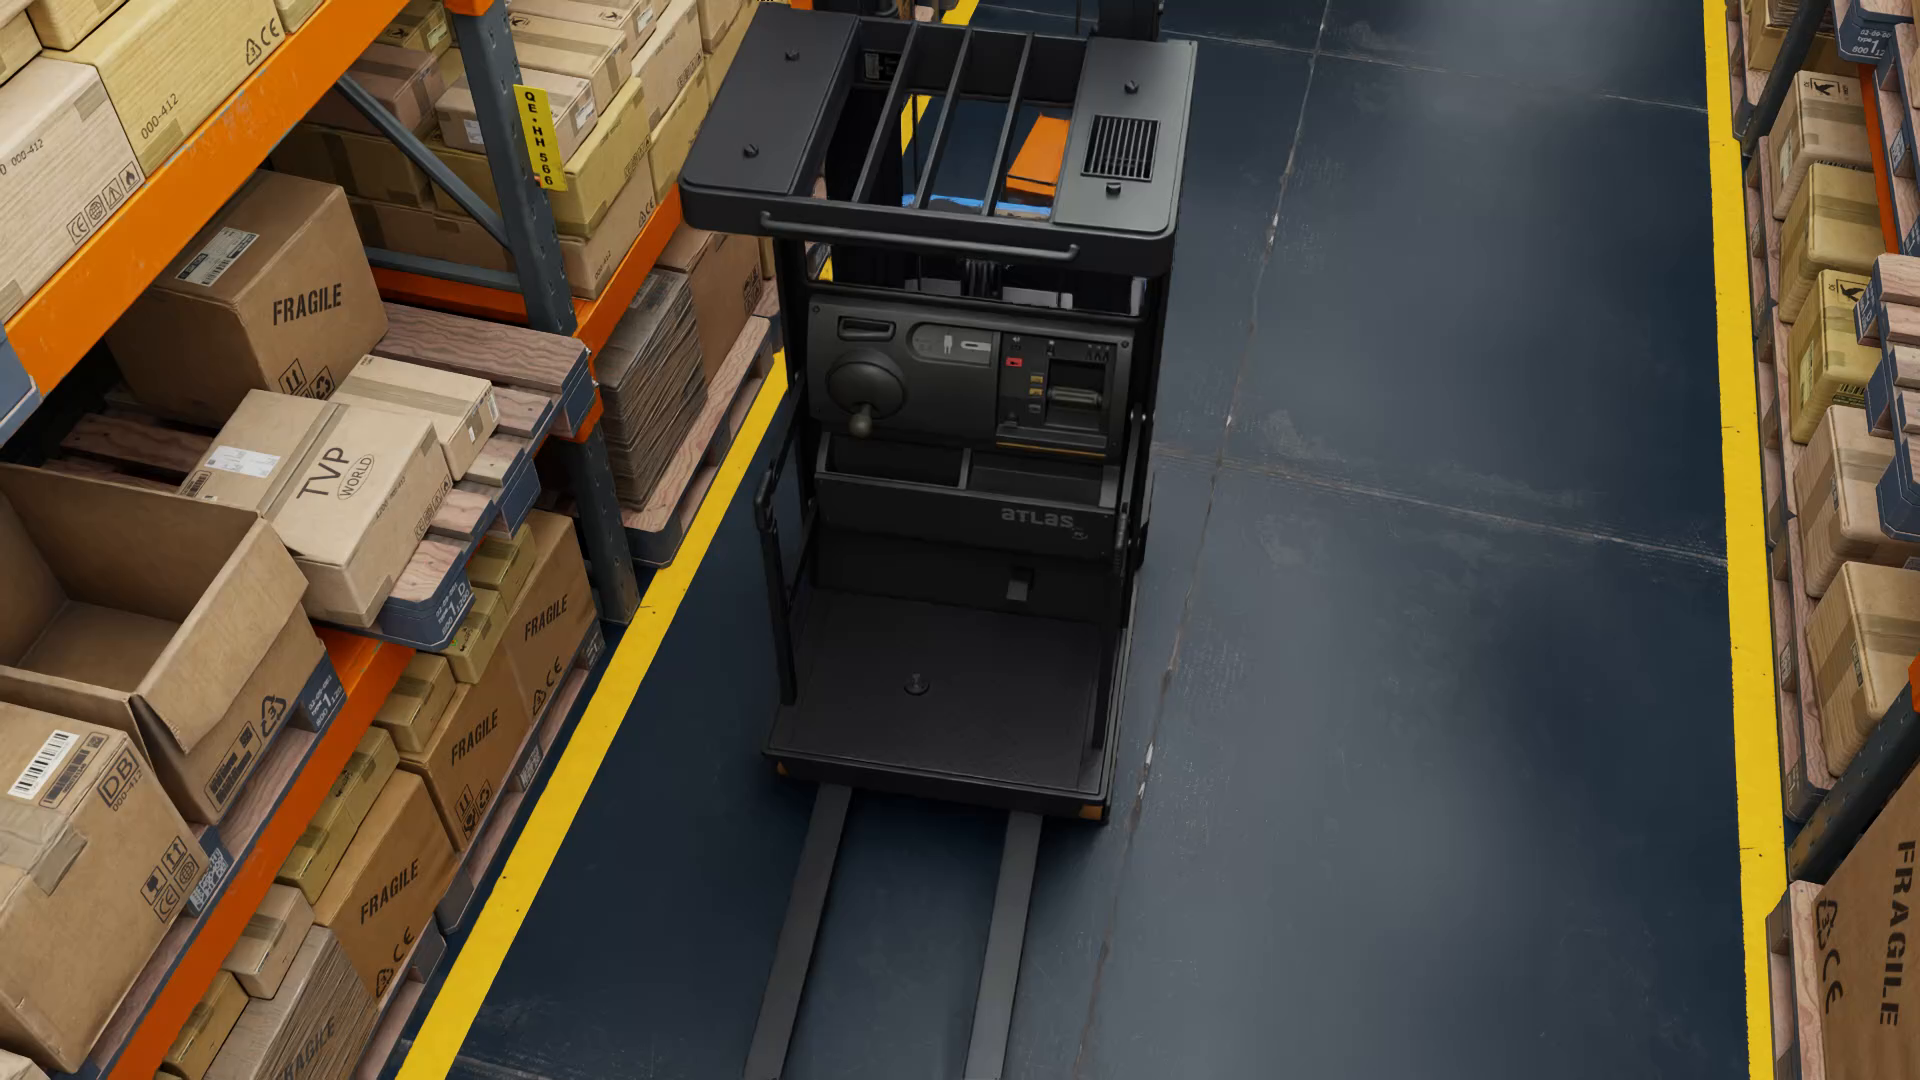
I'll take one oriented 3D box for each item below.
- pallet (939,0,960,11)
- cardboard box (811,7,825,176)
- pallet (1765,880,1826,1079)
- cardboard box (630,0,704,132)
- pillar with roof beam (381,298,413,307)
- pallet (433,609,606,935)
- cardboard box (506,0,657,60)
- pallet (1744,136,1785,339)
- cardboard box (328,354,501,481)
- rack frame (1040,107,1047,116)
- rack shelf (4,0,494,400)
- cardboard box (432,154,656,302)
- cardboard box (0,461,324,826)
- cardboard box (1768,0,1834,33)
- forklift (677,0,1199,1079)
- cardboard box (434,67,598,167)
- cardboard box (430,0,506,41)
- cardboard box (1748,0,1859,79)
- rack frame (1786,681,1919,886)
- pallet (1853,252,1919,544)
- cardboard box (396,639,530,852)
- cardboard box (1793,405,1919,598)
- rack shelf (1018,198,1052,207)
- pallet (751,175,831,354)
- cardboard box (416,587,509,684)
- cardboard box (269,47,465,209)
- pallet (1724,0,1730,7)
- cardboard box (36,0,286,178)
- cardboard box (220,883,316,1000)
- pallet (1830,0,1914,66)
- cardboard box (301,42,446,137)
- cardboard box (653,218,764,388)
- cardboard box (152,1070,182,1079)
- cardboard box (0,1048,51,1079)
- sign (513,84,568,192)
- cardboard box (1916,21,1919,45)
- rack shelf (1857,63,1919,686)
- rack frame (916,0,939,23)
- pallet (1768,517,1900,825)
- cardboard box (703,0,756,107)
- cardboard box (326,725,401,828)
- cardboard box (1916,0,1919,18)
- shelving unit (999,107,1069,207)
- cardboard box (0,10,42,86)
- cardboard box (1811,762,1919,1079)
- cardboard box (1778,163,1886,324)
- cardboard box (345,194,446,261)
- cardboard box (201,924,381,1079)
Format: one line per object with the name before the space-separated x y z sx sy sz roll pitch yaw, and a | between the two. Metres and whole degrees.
pallet | -0.356 -3.361 9.076 1.003 0.211 1.213 12 50 10
cardboard box | -0.944 -2.131 7.434 0.875 0.625 0.625 11 50 10
pallet | 2.851 1.631 4.669 1.003 0.211 1.213 12 50 10
cardboard box | -1.173 -1.574 5.405 0.500 0.250 0.500 13 50 11
pillar with roof beam | 1.969 -3.080 2.966 9.100 9.000 0.400 12 50 10
pallet | -1.891 0.632 5.552 1.003 0.211 1.213 12 50 10
cardboard box | -1.178 -1.628 5.187 0.380 0.149 0.250 13 50 11
pallet | 3.981 -1.254 7.216 1.003 0.211 1.213 12 50 10
cardboard box | -1.461 -0.329 4.427 0.380 0.149 0.250 12 50 11
rack frame | 0.419 -1.279 6.578 0.240 1.200 0.015 14 50 13
rack shelf | -2.185 -0.131 2.845 1.077 0.370 4.000 12 50 10
cardboard box | -1.306 -1.047 5.273 0.500 0.250 0.500 12 50 10
cardboard box | -1.909 0.220 3.706 0.797 0.503 0.637 11 49 9
cardboard box | 4.081 -2.698 7.684 0.500 0.500 0.500 11 49 10
forklift | -0.012 -0.356 4.609 1.130 2.935 3.031 7 49 6
cardboard box | -1.290 -1.244 4.848 0.380 0.149 0.250 13 50 11
cardboard box | -1.680 -1.733 5.280 0.380 0.149 0.250 12 50 10
cardboard box | 4.081 -2.450 7.965 0.500 0.250 0.500 14 50 12
rack frame | 3.131 0.153 4.114 1.000 3.000 0.127 12 50 10
pallet | 3.216 -0.320 4.660 1.213 0.211 1.003 12 50 10
cardboard box | -1.704 0.573 5.131 0.500 0.500 0.500 11 49 9
cardboard box | 3.476 -0.058 5.773 0.950 0.372 0.625 11 49 9
rack shelf | 0.339 -1.210 6.309 0.258 0.148 0.480 14 50 13
pallet | -1.081 -1.368 7.317 1.003 0.211 1.213 12 50 10
cardboard box | -1.586 0.261 4.974 0.380 0.149 0.250 9 49 8
cardboard box | -1.808 -1.319 5.180 0.500 0.250 0.500 13 50 11
pallet | 4.646 -3.195 8.929 1.003 0.211 1.213 12 50 10
cardboard box | -1.691 -0.984 3.217 0.500 0.250 0.500 12 50 10
cardboard box | -1.920 1.011 4.312 0.380 0.149 0.250 9 49 8
pallet | 3.843 -2.152 6.277 1.003 0.211 1.213 12 50 10
cardboard box | -1.768 -1.347 4.938 0.380 0.149 0.250 13 50 11
cardboard box | -1.316 -1.099 6.523 0.875 0.625 0.625 13 50 11
cardboard box | -2.077 1.379 3.986 0.380 0.149 0.250 13 50 11
cardboard box | -1.975 1.046 3.136 0.396 0.266 0.258 14 50 12
sign | -1.132 -1.080 4.483 0.100 0.325 0.005 12 50 10
cardboard box | 3.484 -1.703 5.640 0.380 0.149 0.250 12 50 10
rack shelf | 3.658 -1.055 5.661 1.077 0.370 4.000 12 50 10
rack frame | -0.605 -3.717 7.530 1.000 3.000 0.127 12 50 10
pallet | 3.339 0.511 5.658 1.003 0.211 1.213 12 50 10
cardboard box | -1.040 -1.783 5.923 0.500 0.250 0.500 10 49 9
cardboard box | -1.811 0.624 4.653 0.380 0.149 0.250 13 50 11
cardboard box | 3.510 -2.011 5.479 0.500 0.500 0.500 11 50 10
shelving unit | 0.339 -1.107 6.426 0.258 1.200 0.503 14 50 13
cardboard box | -1.837 -0.867 2.848 0.380 0.149 0.250 12 50 10
cardboard box | 2.869 1.201 4.327 0.875 0.875 0.875 11 50 10
cardboard box | 3.863 -1.109 6.701 0.950 0.372 0.625 14 50 12
cardboard box | -1.787 -1.150 5.364 0.500 0.250 0.500 11 49 9
cardboard box | -1.958 1.331 4.462 0.500 0.500 0.500 10 49 9
